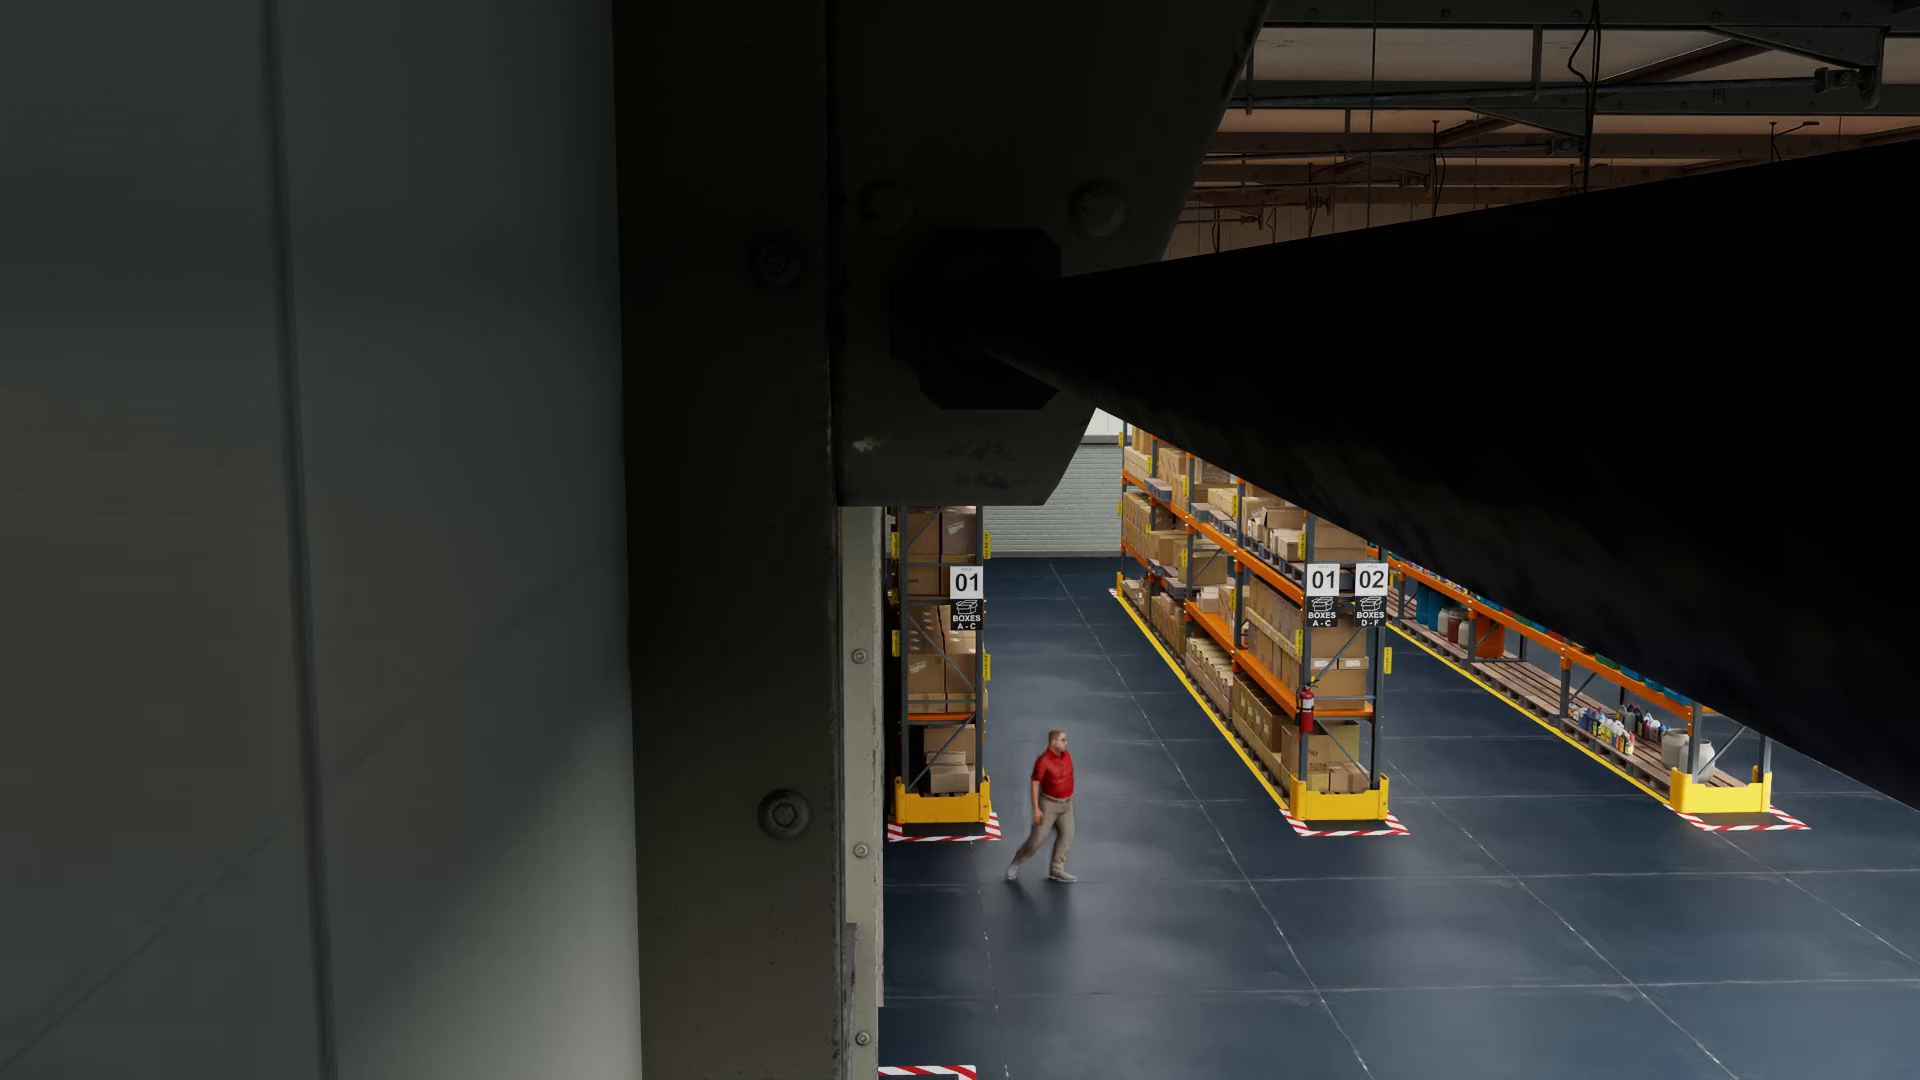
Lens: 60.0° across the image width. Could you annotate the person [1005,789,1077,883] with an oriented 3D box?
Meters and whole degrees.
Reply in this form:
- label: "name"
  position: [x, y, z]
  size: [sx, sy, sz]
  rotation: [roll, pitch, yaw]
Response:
- label: "person"
  position: [0.886, 3.255, 18.348]
  size: [0.697, 1.062, 0.626]
  rotation: [-7, 11, -42]
